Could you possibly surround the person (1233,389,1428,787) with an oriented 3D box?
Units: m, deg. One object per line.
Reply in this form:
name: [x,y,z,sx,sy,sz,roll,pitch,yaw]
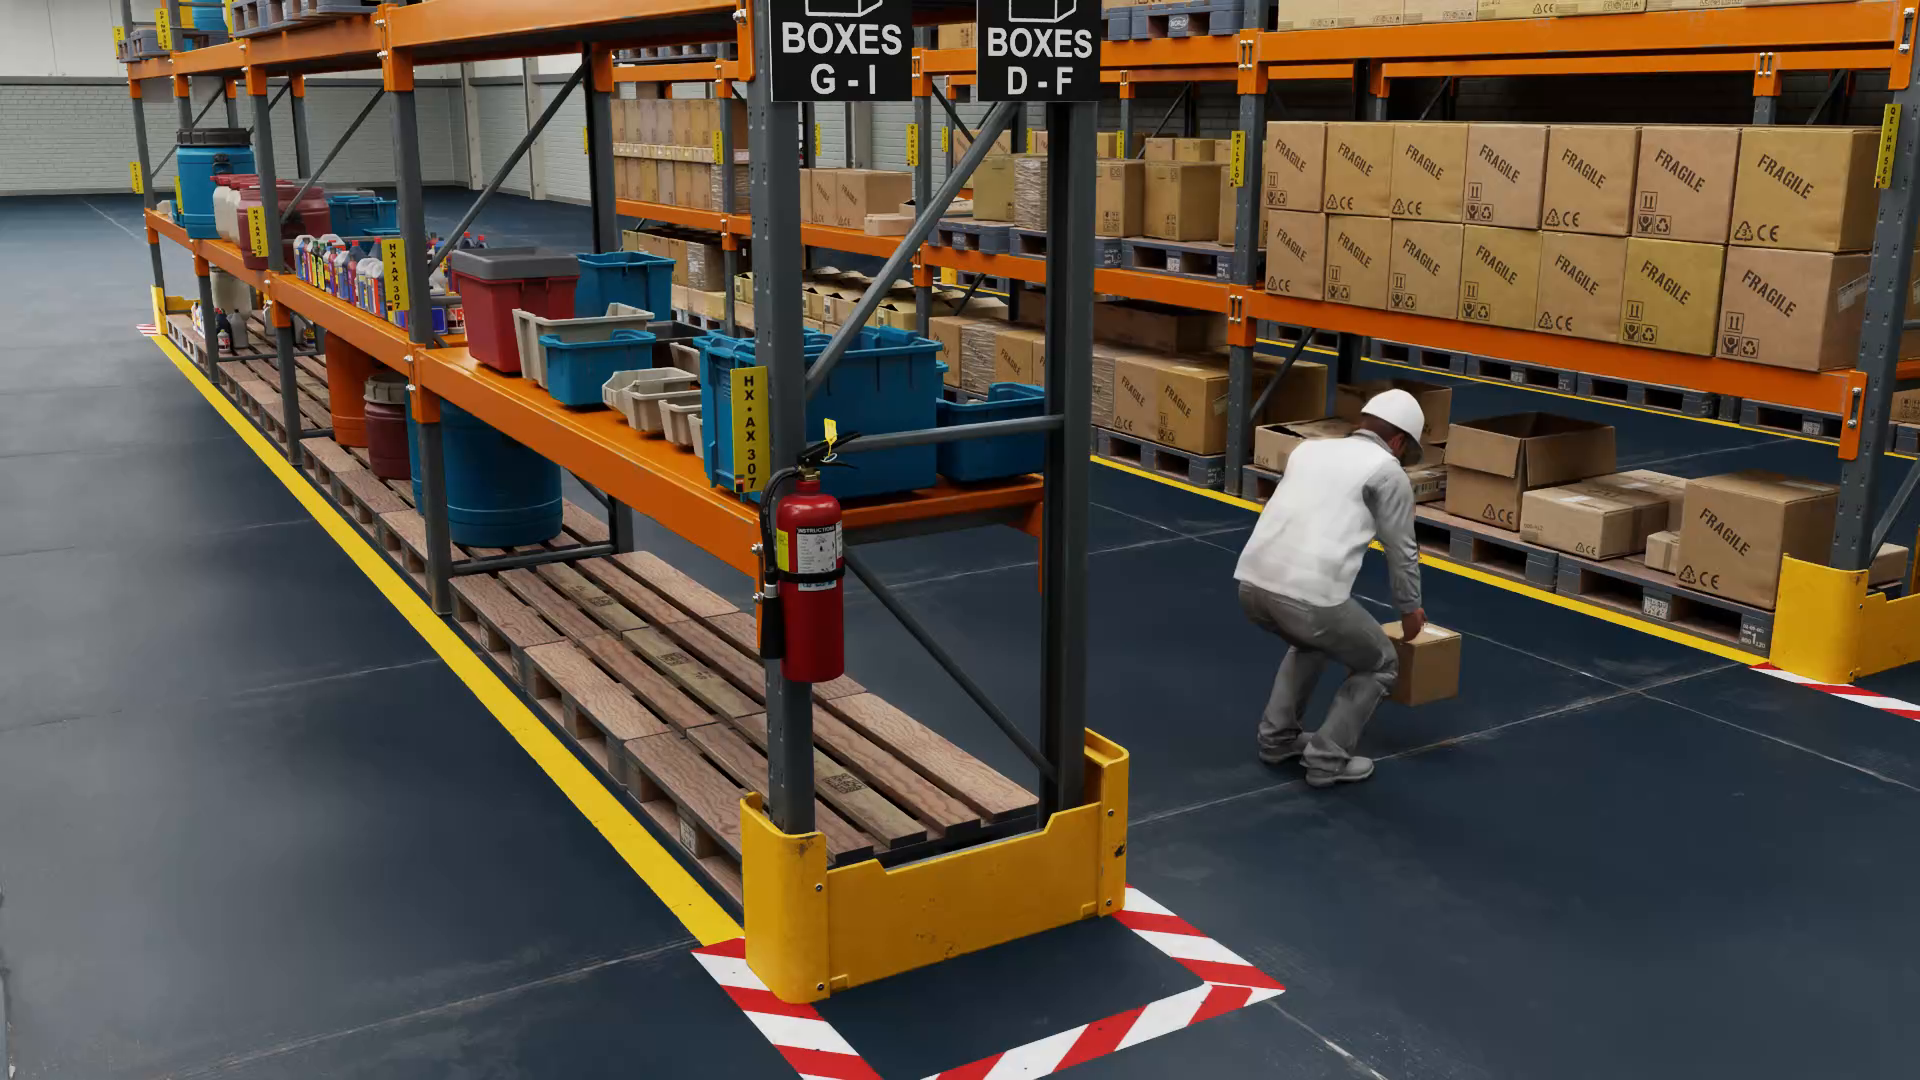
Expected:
person: [1.366,0.159,6.127,0.784,1.392,0.591,-9,17,-30]
